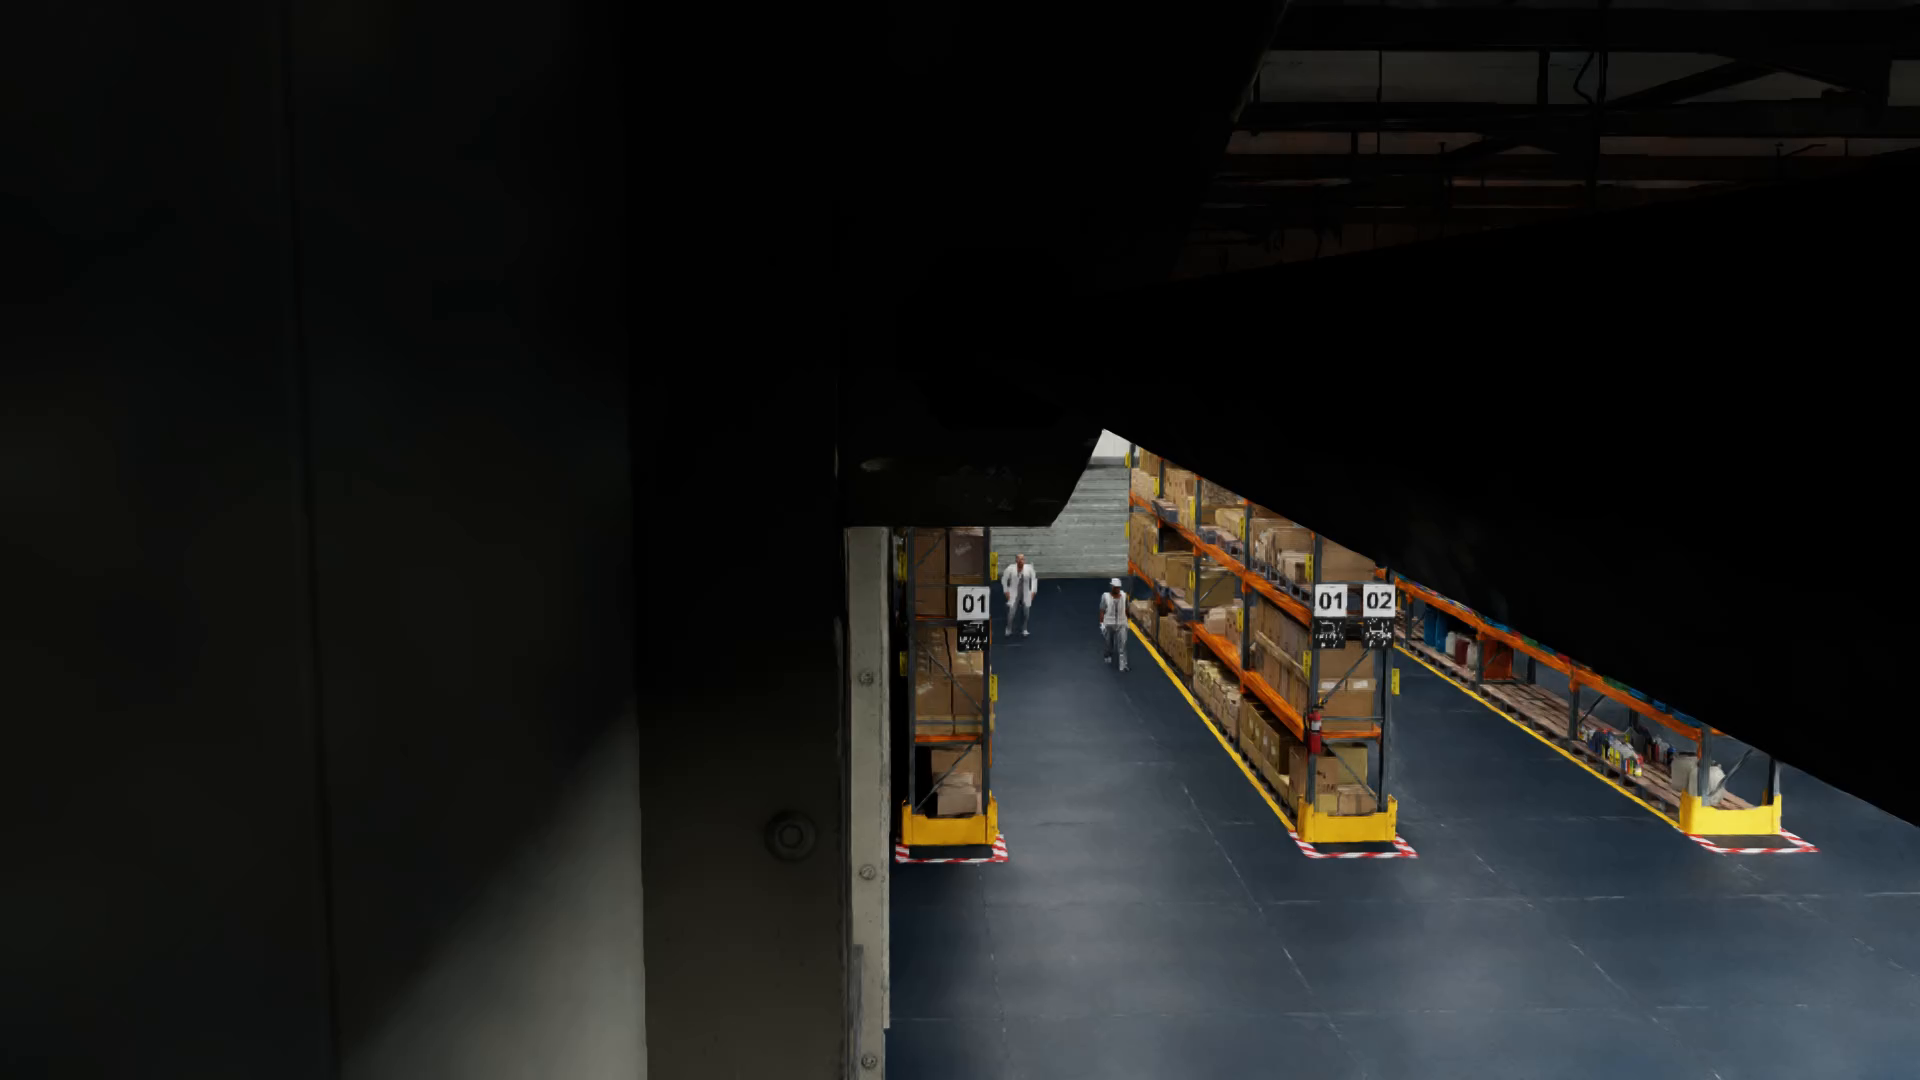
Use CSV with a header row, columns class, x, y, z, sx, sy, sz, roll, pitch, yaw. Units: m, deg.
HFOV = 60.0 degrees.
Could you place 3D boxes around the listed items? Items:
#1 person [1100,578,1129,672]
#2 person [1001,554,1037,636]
class,x,y,z,sx,sy,sz,roll,pitch,yaw
person,2.866,1.543,30.762,0.564,1.709,1.136,0,7,0
person,1.212,1.121,34.075,0.732,1.725,0.560,-1,7,-5
